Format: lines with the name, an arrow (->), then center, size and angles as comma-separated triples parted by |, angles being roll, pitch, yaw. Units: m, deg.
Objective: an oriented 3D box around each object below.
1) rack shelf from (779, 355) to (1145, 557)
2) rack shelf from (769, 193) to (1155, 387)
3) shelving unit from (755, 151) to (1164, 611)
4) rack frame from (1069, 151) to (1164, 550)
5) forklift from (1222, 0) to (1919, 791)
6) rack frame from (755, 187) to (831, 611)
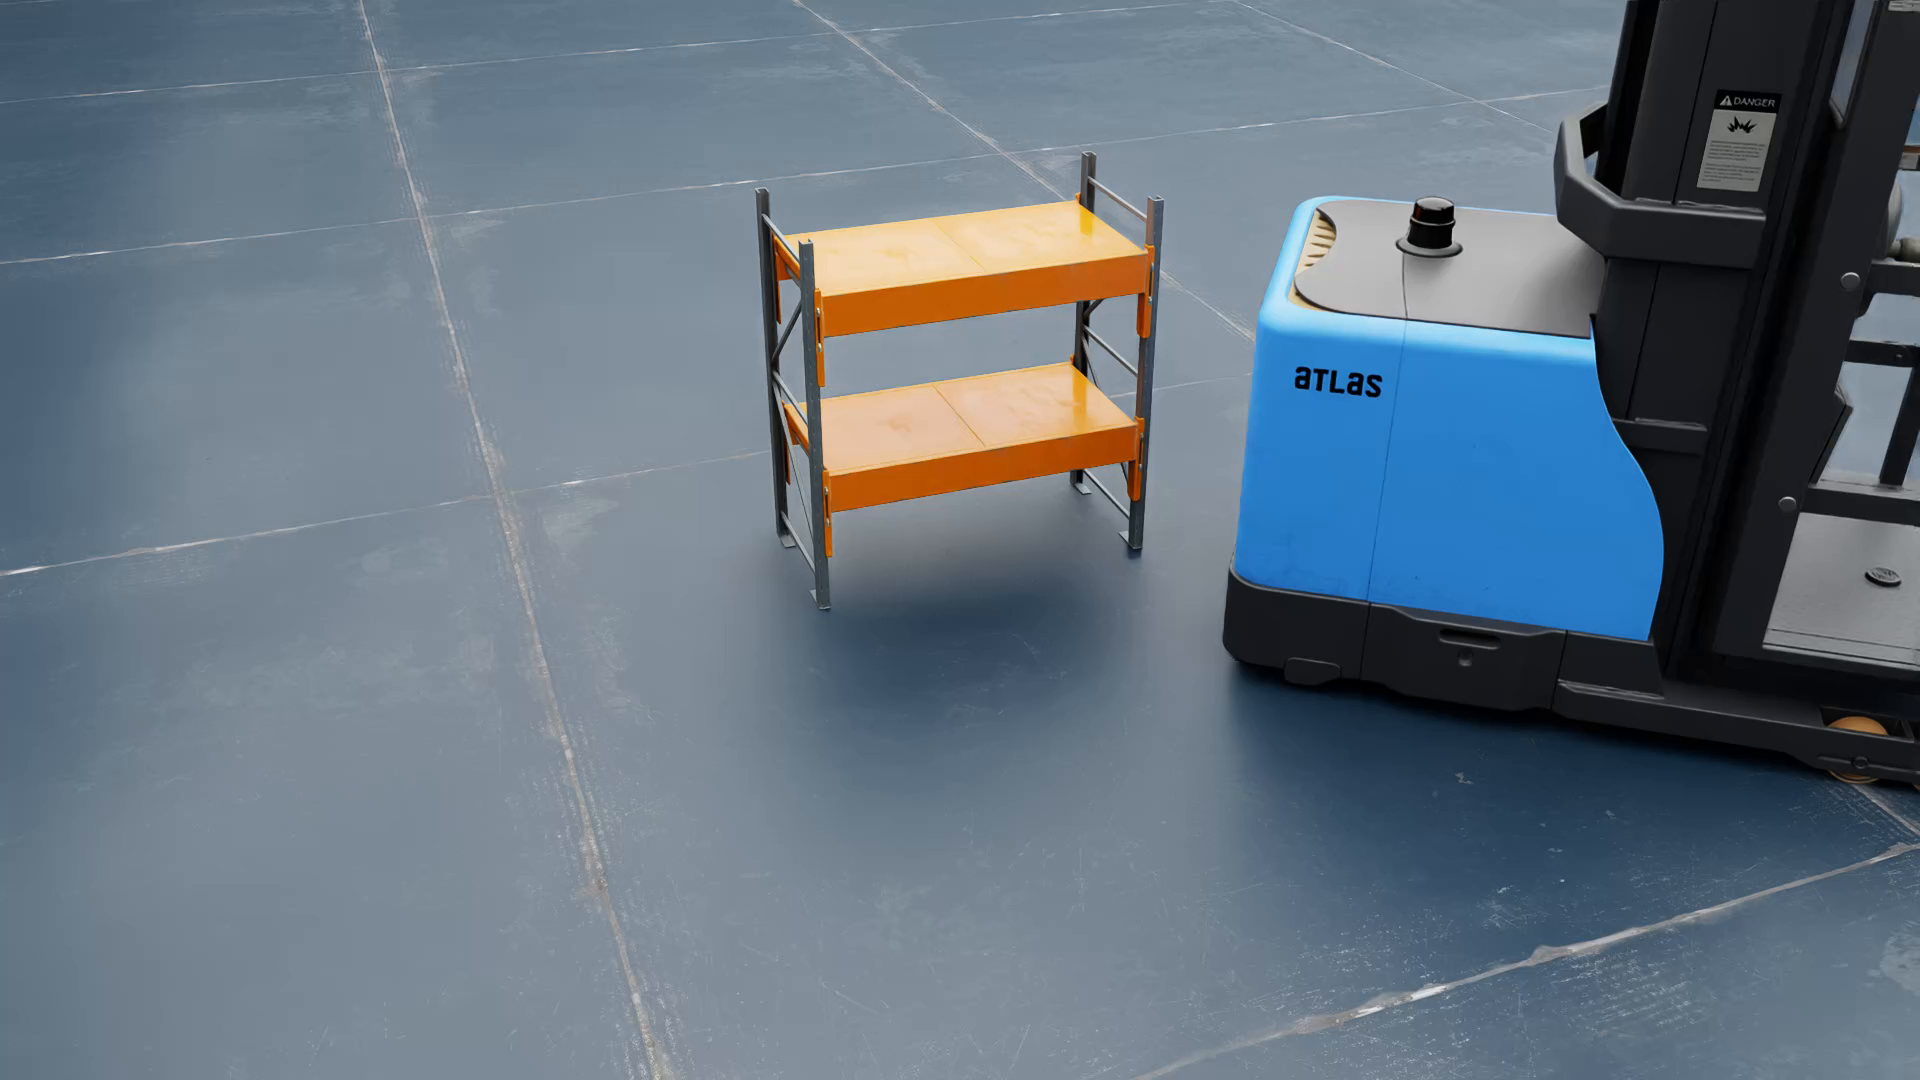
rack shelf -> -0.006, -0.275, 5.091 | 1.000, 0.278, 0.538 | -10, 31, -18
rack shelf -> -0.006, -0.742, 4.825 | 1.000, 0.278, 0.538 | -10, 31, -18
shelving unit -> -0.006, -0.488, 4.969 | 1.048, 1.125, 0.538 | -10, 31, -18
rack frame -> 0.470, -0.575, 5.124 | 0.032, 1.125, 0.500 | -10, 31, -18
forklift -> 2.303, -0.929, 3.919 | 3.031, 2.935, 1.130 | 8, 31, 14
rack frame -> -0.483, -0.400, 4.815 | 0.032, 1.125, 0.500 | -10, 31, -18
